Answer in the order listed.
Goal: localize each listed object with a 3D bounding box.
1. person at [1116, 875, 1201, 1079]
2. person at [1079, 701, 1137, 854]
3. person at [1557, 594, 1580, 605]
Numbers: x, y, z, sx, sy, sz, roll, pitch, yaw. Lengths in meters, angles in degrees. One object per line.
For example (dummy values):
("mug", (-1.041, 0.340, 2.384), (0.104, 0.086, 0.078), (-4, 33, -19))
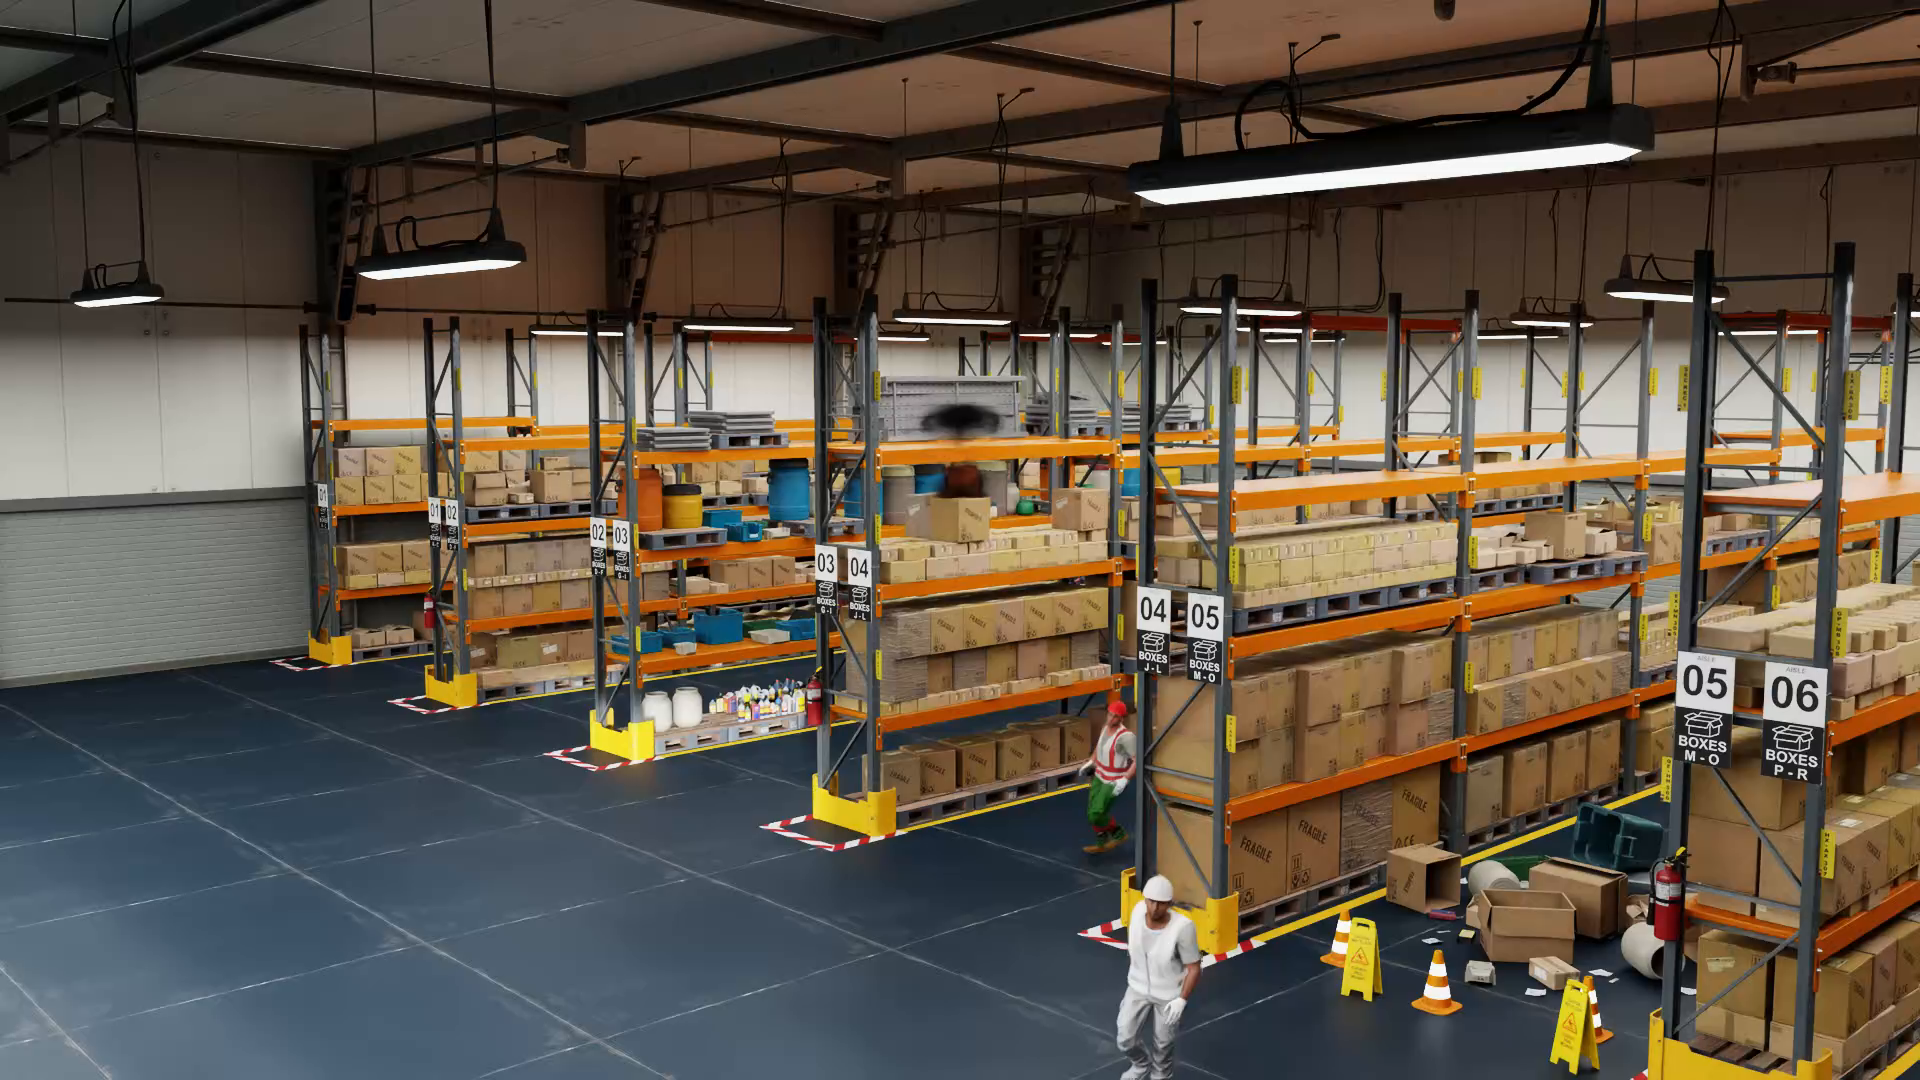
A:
("person", (1.389, 3.134, 11.575), (0.653, 1.719, 0.734), (3, 7, 28))
("person", (1.589, 2.548, 17.619), (0.515, 1.722, 0.708), (-3, 7, -27))
("person", (11.006, 1.261, 30.569), (0.600, 1.619, 0.868), (-4, 7, -33))
